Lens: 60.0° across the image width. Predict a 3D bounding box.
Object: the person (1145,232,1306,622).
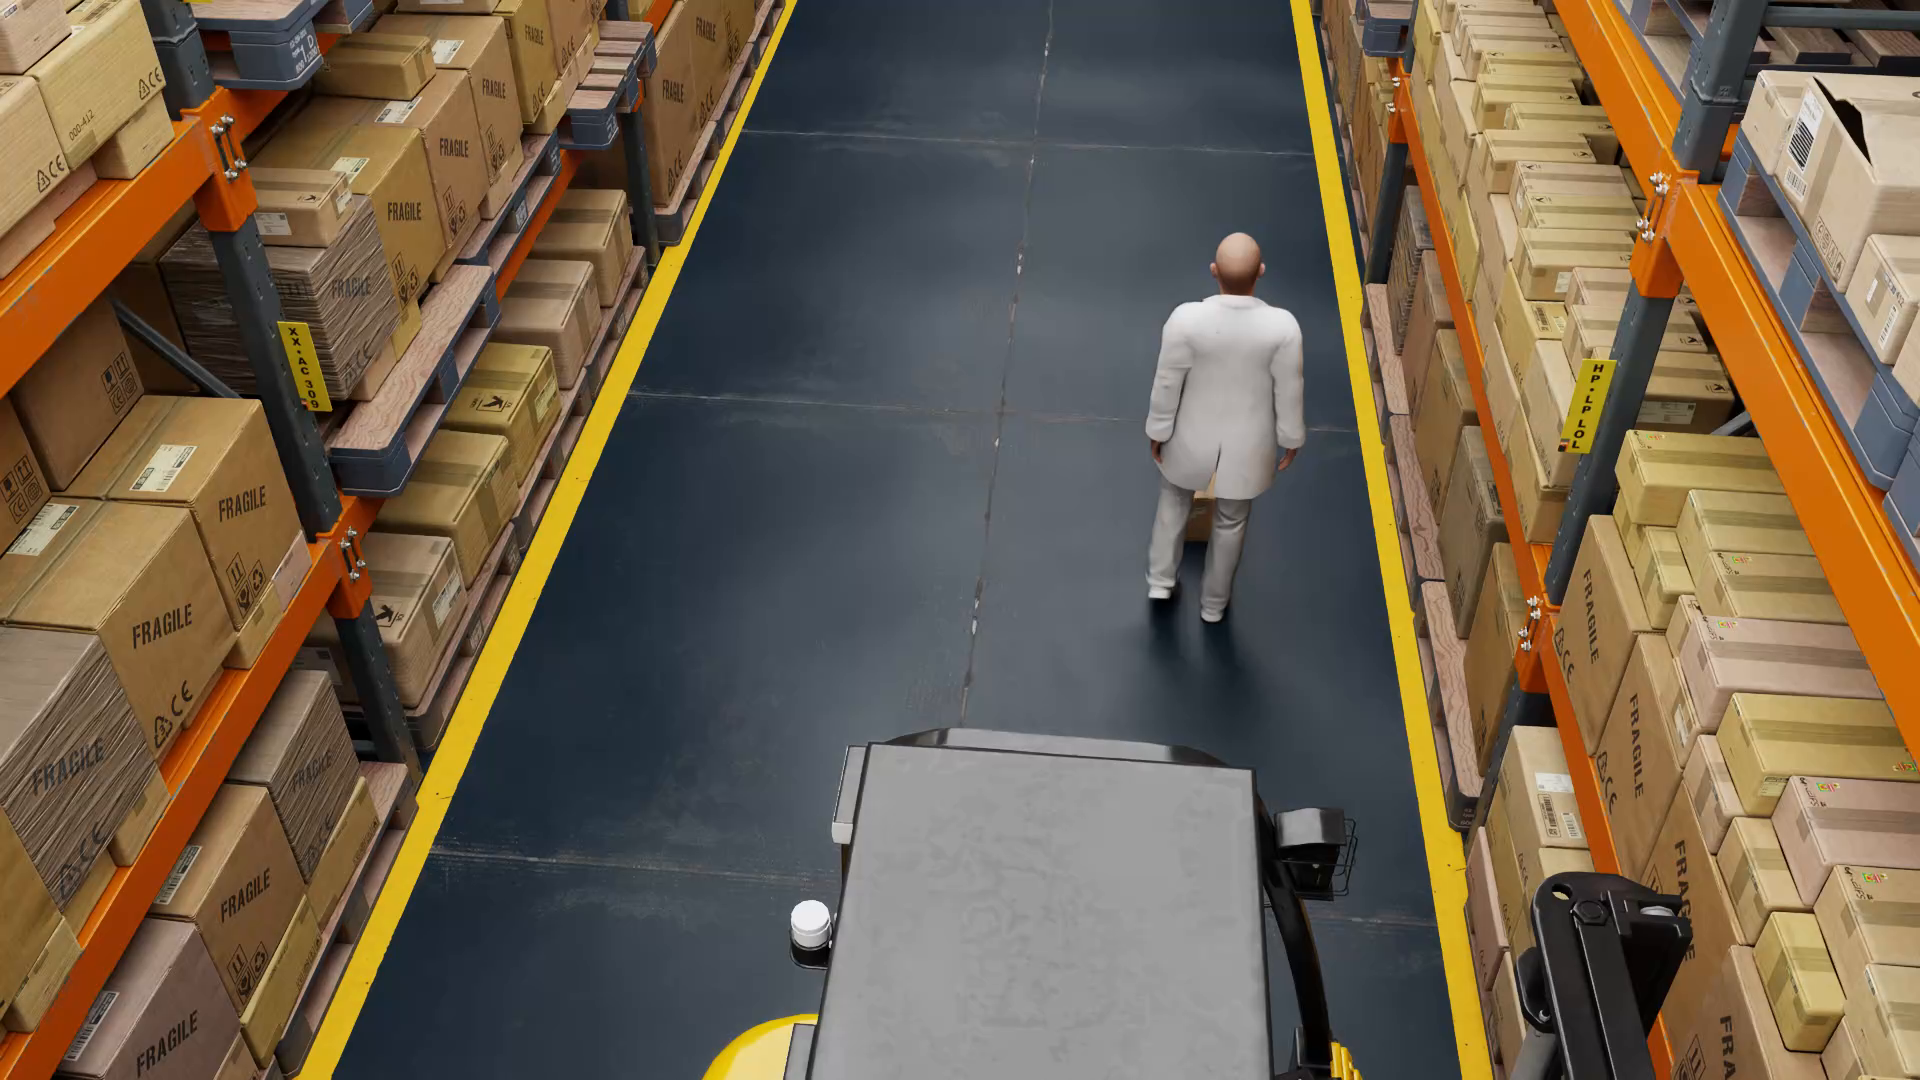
[{"bbox_3d":[1.069,-0.423,6.711,0.634,1.839,0.393,7,40,9],"label":"person"}]
